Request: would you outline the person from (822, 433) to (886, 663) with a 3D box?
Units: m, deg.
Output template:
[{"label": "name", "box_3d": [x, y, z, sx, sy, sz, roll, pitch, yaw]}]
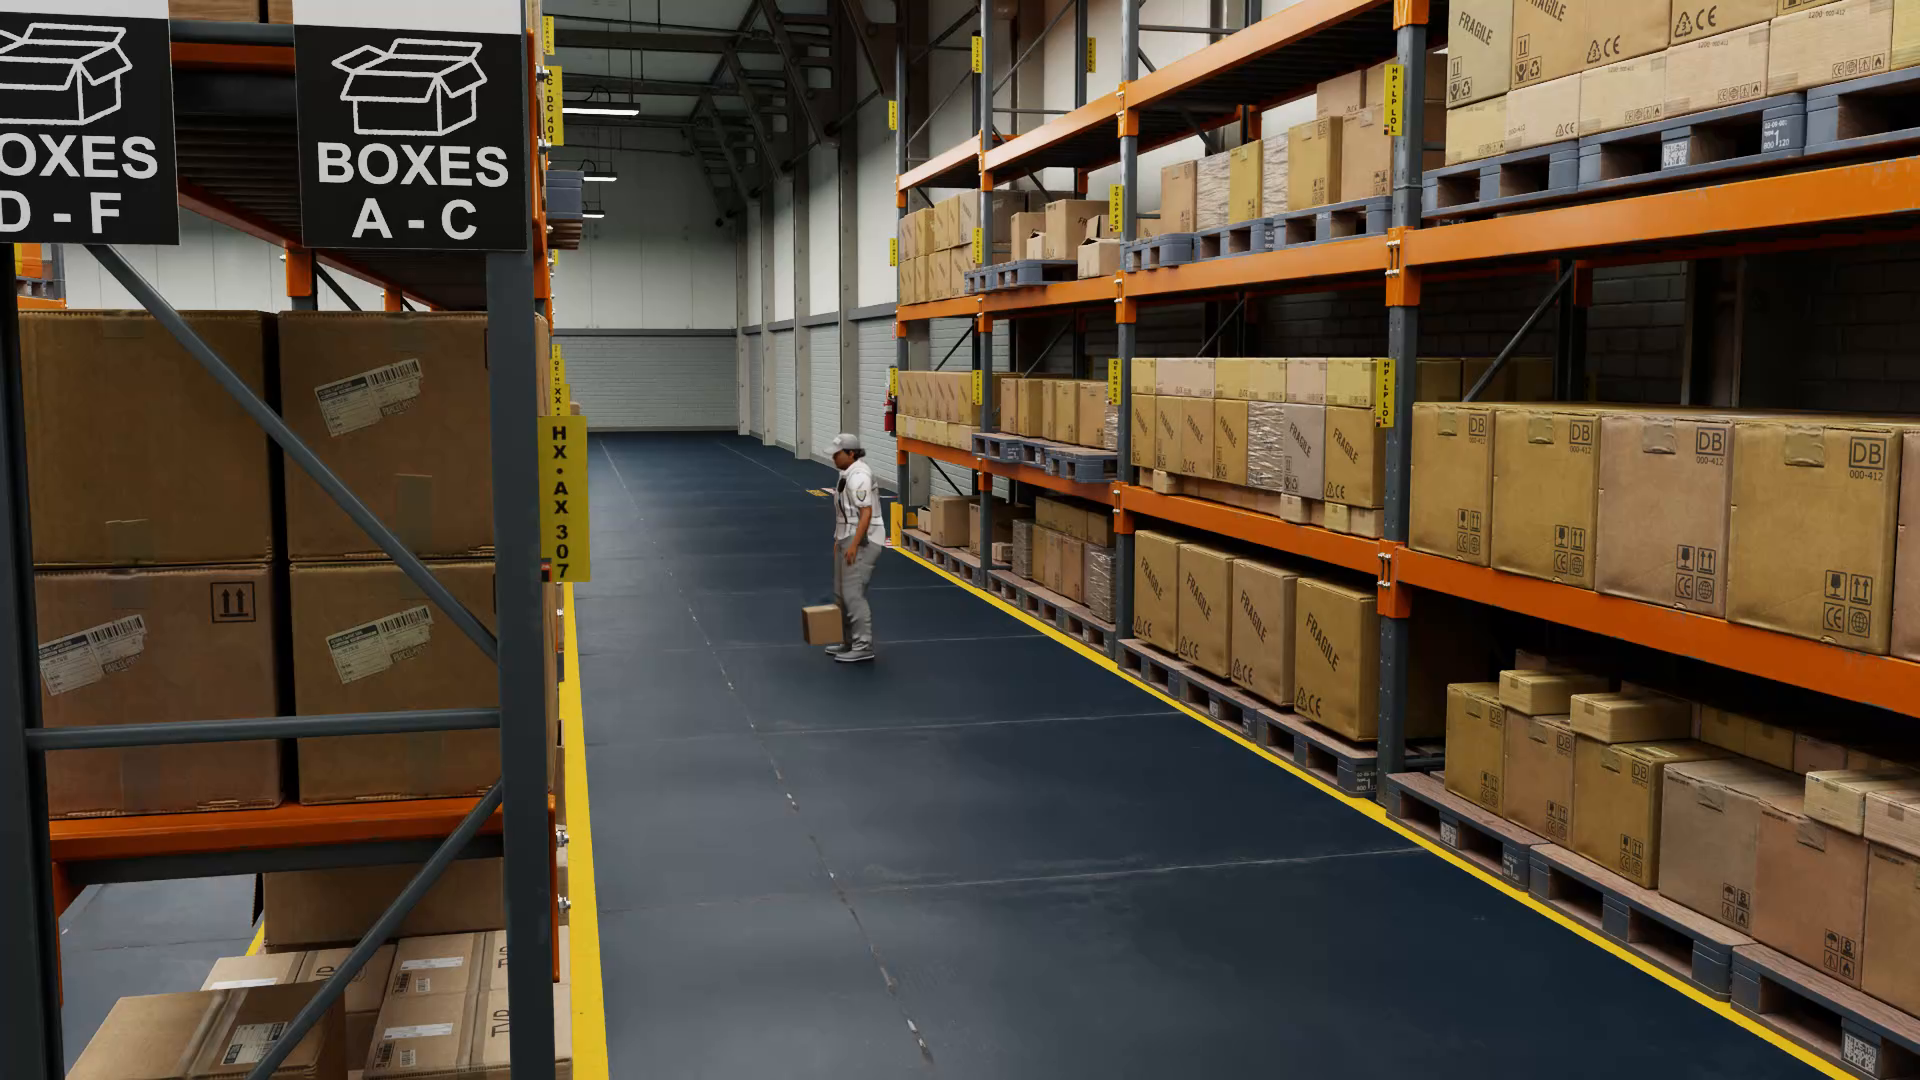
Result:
[{"label": "person", "box_3d": [-0.791, 0.044, 12.244, 0.454, 1.668, 0.533, -2, 6, -15]}]
